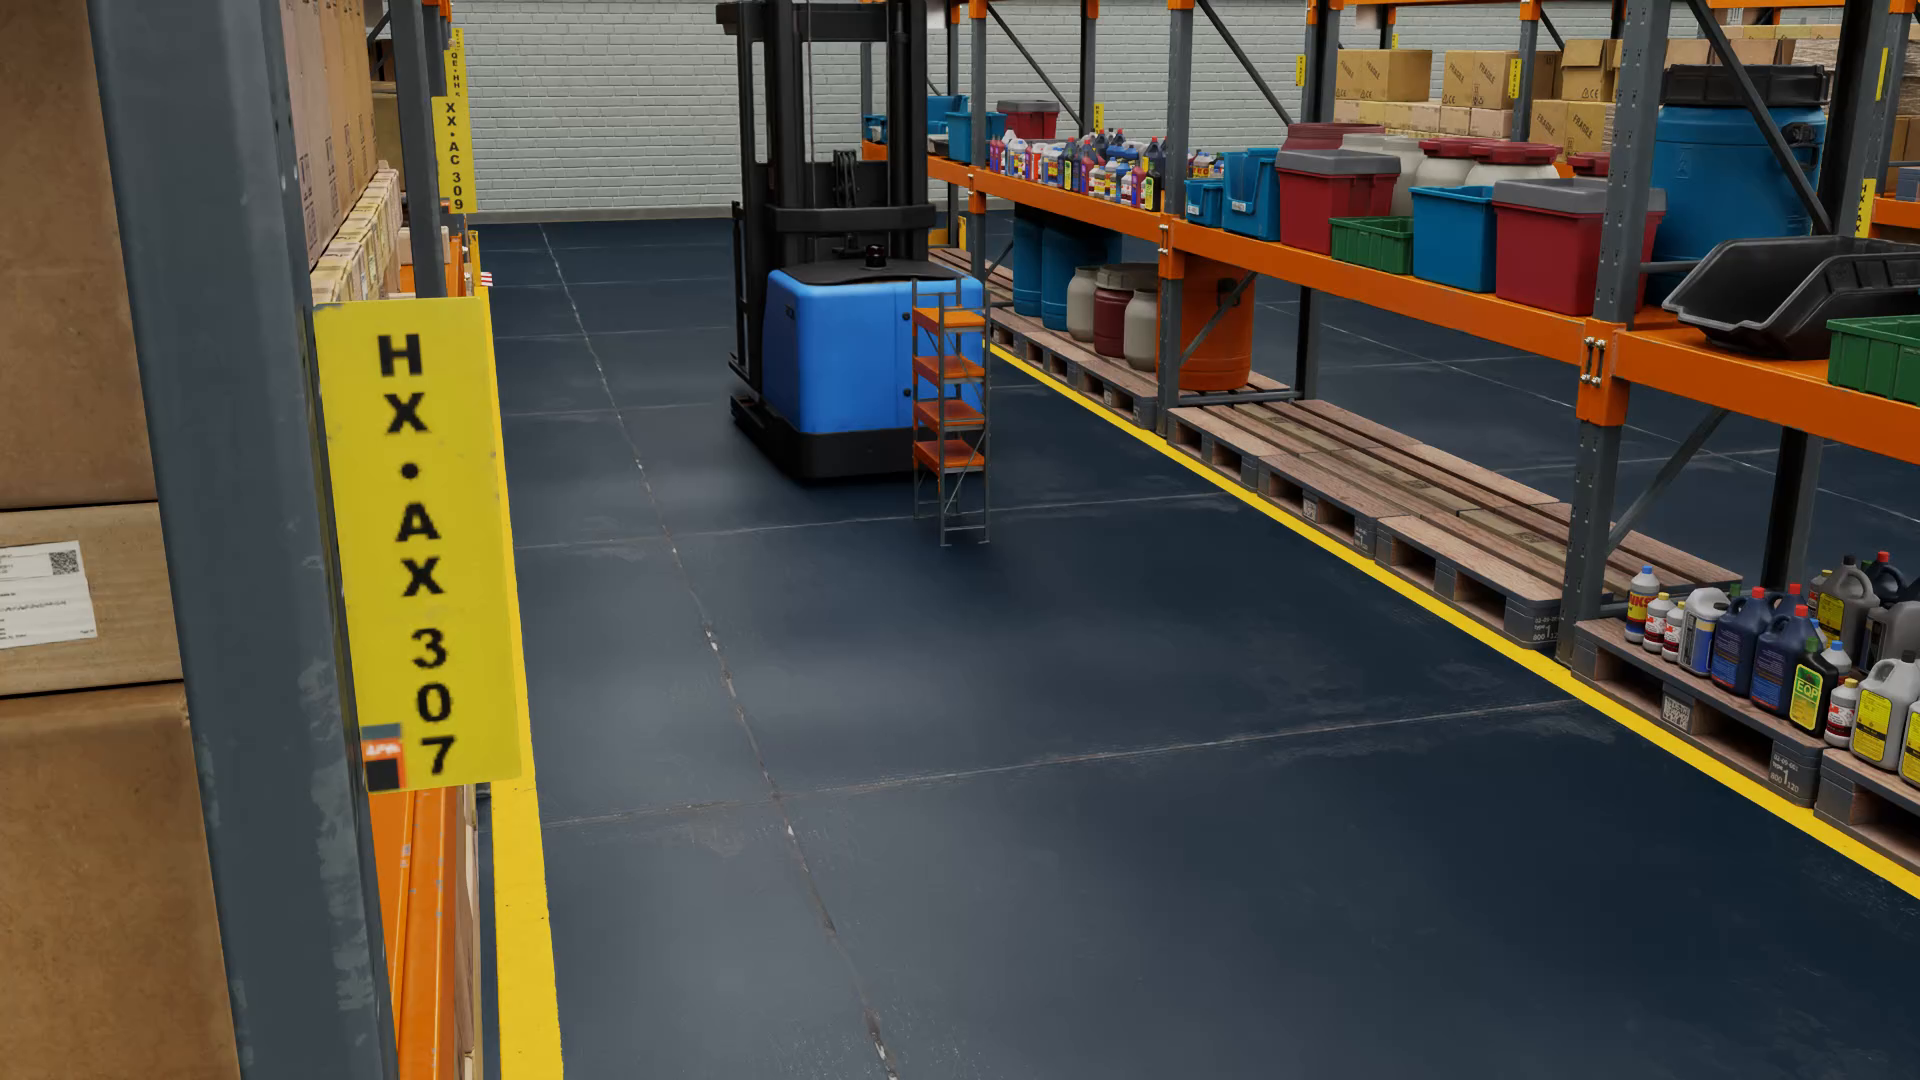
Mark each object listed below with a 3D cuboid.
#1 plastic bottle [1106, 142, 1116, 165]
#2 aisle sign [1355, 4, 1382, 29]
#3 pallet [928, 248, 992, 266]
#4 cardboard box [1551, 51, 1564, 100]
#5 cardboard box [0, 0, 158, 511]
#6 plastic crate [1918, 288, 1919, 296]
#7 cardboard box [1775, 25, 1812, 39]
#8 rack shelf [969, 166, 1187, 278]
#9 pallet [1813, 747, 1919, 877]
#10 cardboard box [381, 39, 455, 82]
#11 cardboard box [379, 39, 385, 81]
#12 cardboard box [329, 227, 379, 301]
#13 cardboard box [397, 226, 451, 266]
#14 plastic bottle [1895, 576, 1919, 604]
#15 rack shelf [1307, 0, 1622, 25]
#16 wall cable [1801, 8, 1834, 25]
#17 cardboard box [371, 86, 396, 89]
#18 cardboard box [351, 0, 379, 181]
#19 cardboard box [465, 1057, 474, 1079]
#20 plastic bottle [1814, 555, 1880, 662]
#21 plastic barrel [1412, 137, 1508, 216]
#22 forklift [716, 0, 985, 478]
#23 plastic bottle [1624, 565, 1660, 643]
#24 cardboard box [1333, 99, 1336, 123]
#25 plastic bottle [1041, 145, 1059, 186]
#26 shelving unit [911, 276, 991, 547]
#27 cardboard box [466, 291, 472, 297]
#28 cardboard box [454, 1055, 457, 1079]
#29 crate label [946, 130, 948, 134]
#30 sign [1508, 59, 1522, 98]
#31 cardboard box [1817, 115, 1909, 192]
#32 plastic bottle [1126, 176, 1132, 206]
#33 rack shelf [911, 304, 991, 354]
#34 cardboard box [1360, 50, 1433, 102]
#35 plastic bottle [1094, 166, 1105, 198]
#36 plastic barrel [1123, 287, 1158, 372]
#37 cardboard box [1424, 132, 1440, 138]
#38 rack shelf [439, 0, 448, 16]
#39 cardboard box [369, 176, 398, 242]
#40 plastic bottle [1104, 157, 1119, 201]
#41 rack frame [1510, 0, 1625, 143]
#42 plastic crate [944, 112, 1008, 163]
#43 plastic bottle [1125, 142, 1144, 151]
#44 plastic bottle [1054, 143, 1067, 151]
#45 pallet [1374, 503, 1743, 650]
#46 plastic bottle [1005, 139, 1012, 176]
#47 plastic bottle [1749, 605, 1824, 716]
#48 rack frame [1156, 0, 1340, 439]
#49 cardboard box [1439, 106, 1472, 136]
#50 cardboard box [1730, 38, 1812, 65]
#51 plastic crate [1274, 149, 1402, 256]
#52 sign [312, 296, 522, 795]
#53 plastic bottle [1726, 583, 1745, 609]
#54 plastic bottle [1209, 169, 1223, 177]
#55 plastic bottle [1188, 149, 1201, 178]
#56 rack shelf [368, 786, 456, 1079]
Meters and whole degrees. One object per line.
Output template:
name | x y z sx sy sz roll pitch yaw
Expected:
plastic bottle | 1.129 -2.806 12.303 0.097 0.271 0.097 0 17 0
aisle sign | 4.518 -5.993 18.171 0.394 0.787 0.004 -5 17 -15
pallet | -0.324 -2.746 16.728 1.003 0.211 1.213 -5 17 -15
cardboard box | 5.462 -4.181 15.096 0.500 0.500 0.500 -5 17 -15
cardboard box | -1.010 -0.311 1.344 0.700 0.500 0.500 -5 17 -15
plastic crate | 3.350 -0.638 5.120 0.499 0.251 0.616 -5 17 -15
cardboard box | 9.180 -5.308 17.980 0.500 0.500 0.500 -5 17 -16
rack shelf | 1.136 -2.309 11.675 1.077 0.370 4.000 -5 17 -15
pallet | 3.268 0.869 4.693 1.003 0.211 1.213 -5 17 -15
cardboard box | -4.037 -3.495 12.463 0.500 0.500 0.500 -4 17 -14
cardboard box | -4.709 -3.604 12.823 0.500 0.500 0.500 -5 17 -16
cardboard box | -1.275 -0.479 3.031 0.380 0.149 0.250 -4 17 -13
cardboard box | -2.566 -1.362 7.710 0.380 0.149 0.250 -5 17 -15
plastic bottle | 3.291 0.273 5.670 0.144 0.351 0.185 -6 18 -18
rack shelf | 4.799 -5.243 16.230 1.077 0.370 4.000 -5 17 -15
wall cable | 13.566 -7.648 26.433 0.588 1.984 0.122 -5 17 -15
cardboard box | -3.633 -2.581 10.427 0.700 0.500 0.500 -10 19 -29
cardboard box | -1.851 -1.150 4.138 0.700 0.500 0.500 -5 17 -15
cardboard box | -1.091 1.177 2.870 0.500 0.250 0.500 -5 17 -15
plastic bottle | 3.100 0.231 5.809 0.144 0.351 0.185 -5 17 -15
plastic barrel | 2.412 -1.663 8.040 0.433 0.535 0.433 0 17 0
forklift | -0.798 -2.114 9.894 1.130 2.935 3.031 -5 18 -17
plastic bottle | 2.451 0.225 5.967 0.097 0.271 0.097 0 17 0
cardboard box | 4.121 -4.621 17.866 0.500 0.250 0.500 -5 17 -17
plastic bottle | 0.665 -2.669 11.838 0.152 0.276 0.135 -5 17 -15
shelving unit | -0.045 -0.620 7.932 0.258 1.200 0.503 -5 17 -15
cardboard box | -3.359 -1.299 10.643 0.500 0.500 0.500 -5 18 -17
cardboard box | -0.953 0.956 2.302 0.500 0.500 0.500 -5 17 -15
crate label | 0.051 -3.848 15.902 0.396 0.136 0.243 -5 17 -15
sign | 4.815 -4.006 14.433 0.100 0.325 0.005 -5 17 -15
cardboard box | 6.074 -2.657 11.408 0.500 0.500 0.500 -4 17 -14
plastic bottle | 1.086 -2.180 10.342 0.097 0.201 0.097 0 17 0
rack shelf | -0.045 -0.997 7.819 0.258 0.148 0.480 -5 17 -15
cardboard box | 4.407 -4.699 16.822 0.500 0.500 0.500 -5 17 -17
plastic bottle | 0.926 -2.342 10.880 0.097 0.201 0.097 0 17 0
plastic barrel | 1.293 -1.393 10.970 0.421 0.512 0.421 0 17 0
cardboard box | 4.666 -3.821 15.895 0.380 0.149 0.250 -4 17 -14
rack shelf | -3.628 -3.355 9.943 1.077 0.370 4.000 -5 17 -15
cardboard box | -1.632 -0.835 4.216 0.380 0.149 0.250 -5 17 -16
plastic bottle | 0.979 -2.322 10.691 0.097 0.271 0.097 0 17 0
rack frame | 5.348 -3.598 14.717 1.000 3.000 0.127 -5 17 -15
plastic crate | 0.130 -3.330 13.747 0.392 0.384 0.575 -5 17 -15
plastic bottle | 1.281 -2.786 12.228 0.152 0.276 0.135 -5 17 -15
plastic bottle | 0.748 -2.745 12.092 0.152 0.276 0.135 -5 17 -15
pallet | 2.531 0.128 7.160 1.003 0.211 1.213 -5 17 -15
plastic bottle | 0.389 -2.916 12.668 0.097 0.271 0.097 0 17 0
plastic bottle | 2.659 0.372 5.338 0.144 0.351 0.185 -5 18 -18
rack frame | 1.685 -2.100 9.730 1.000 3.000 0.127 -5 17 -15
cardboard box | 4.830 -3.913 15.509 0.500 0.250 0.500 -4 17 -14
cardboard box | 6.086 -3.404 12.153 0.797 0.503 0.637 -4 17 -14
plastic crate | 1.835 -1.660 8.152 0.402 0.464 0.583 -5 17 -15
sign | -0.345 0.008 1.067 0.100 0.325 0.005 -5 17 -15
plastic bottle | 2.668 0.298 5.703 0.061 0.283 0.133 -5 17 -15
plastic bottle | 1.635 -2.263 10.618 0.097 0.201 0.097 0 17 0
plastic bottle | 1.603 -2.513 11.306 0.061 0.283 0.133 -5 17 -15
rack shelf | -1.429 0.295 3.008 1.077 0.370 4.000 -5 17 -15
